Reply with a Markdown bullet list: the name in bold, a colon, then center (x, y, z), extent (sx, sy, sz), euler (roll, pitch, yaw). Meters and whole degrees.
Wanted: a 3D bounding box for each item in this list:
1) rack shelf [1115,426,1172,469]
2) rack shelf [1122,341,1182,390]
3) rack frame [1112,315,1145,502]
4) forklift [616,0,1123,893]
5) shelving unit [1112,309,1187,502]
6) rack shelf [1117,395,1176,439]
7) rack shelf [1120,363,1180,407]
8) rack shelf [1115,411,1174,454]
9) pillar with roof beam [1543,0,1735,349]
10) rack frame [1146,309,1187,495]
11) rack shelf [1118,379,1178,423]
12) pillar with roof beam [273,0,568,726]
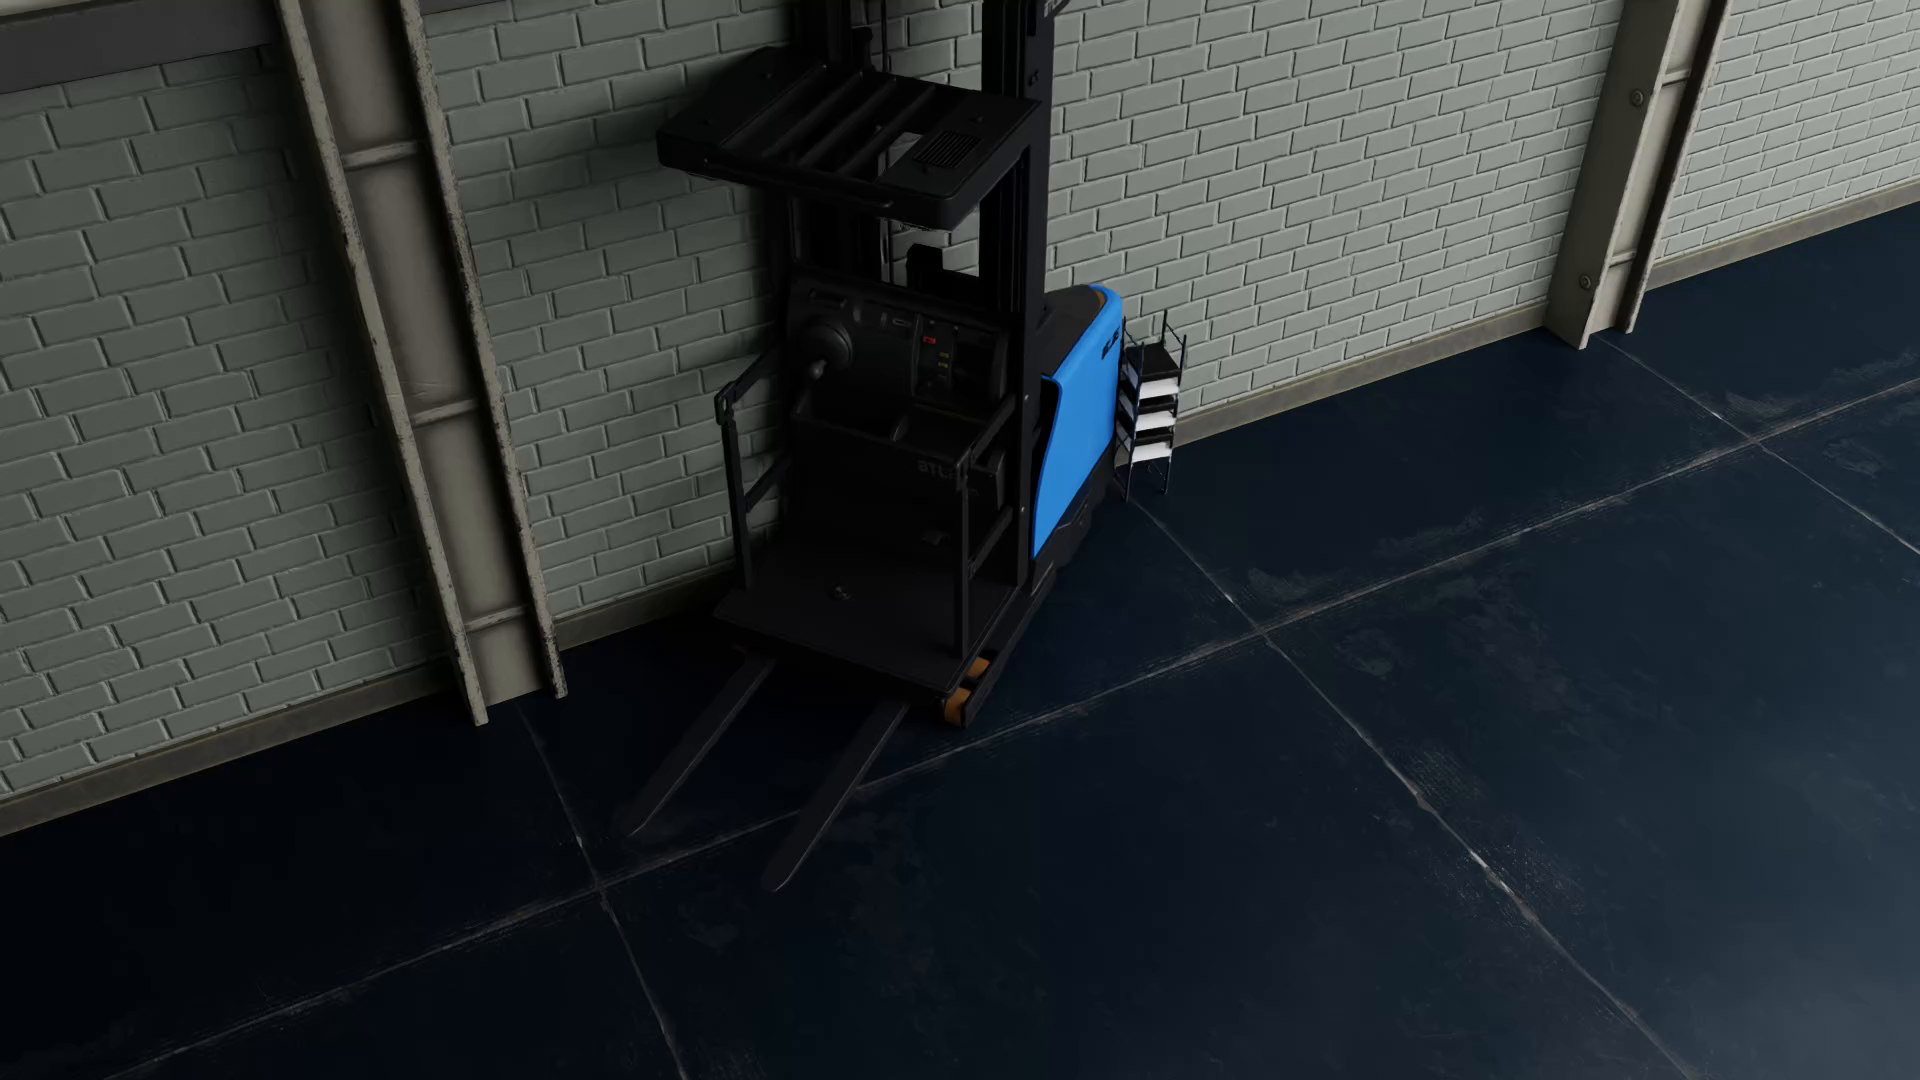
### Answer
- **rack shelf**: center (0.863, -0.455, 7.906), extent (0.200, 0.077, 0.258), euler (-11, 41, -14)
- **rack shelf**: center (0.873, -0.800, 7.617), extent (0.200, 0.077, 0.258), euler (-11, 41, -14)
- **rack frame**: center (0.771, -0.600, 7.744), extent (0.006, 0.900, 0.240), euler (-11, 41, -14)
- **forklift**: center (-0.335, -0.673, 6.266), extent (1.130, 2.935, 3.031), euler (17, 43, 19)
- **shelving unit**: center (0.867, -0.618, 7.769), extent (0.210, 0.900, 0.258), euler (-11, 41, -14)
- **rack shelf**: center (0.867, -0.593, 7.790), extent (0.200, 0.077, 0.258), euler (-11, 41, -14)
- **rack shelf**: center (0.871, -0.731, 7.675), extent (0.200, 0.077, 0.258), euler (-11, 41, -14)
- **rack shelf**: center (0.865, -0.524, 7.848), extent (0.200, 0.077, 0.258), euler (-11, 41, -14)
- **pillar with roof beam**: center (5.422, -2.138, 3.300), extent (0.400, 9.000, 9.100), euler (-19, 44, -21)
- **rack frame**: center (0.964, -0.636, 7.794), extent (0.006, 0.900, 0.240), euler (-11, 41, -14)
- **rack shelf**: center (0.869, -0.662, 7.733), extent (0.200, 0.077, 0.258), euler (-11, 41, -14)
- **pillar with roof beam**: center (0.100, -0.348, 1.185), extent (0.400, 9.000, 9.100), euler (-19, 44, -21)
